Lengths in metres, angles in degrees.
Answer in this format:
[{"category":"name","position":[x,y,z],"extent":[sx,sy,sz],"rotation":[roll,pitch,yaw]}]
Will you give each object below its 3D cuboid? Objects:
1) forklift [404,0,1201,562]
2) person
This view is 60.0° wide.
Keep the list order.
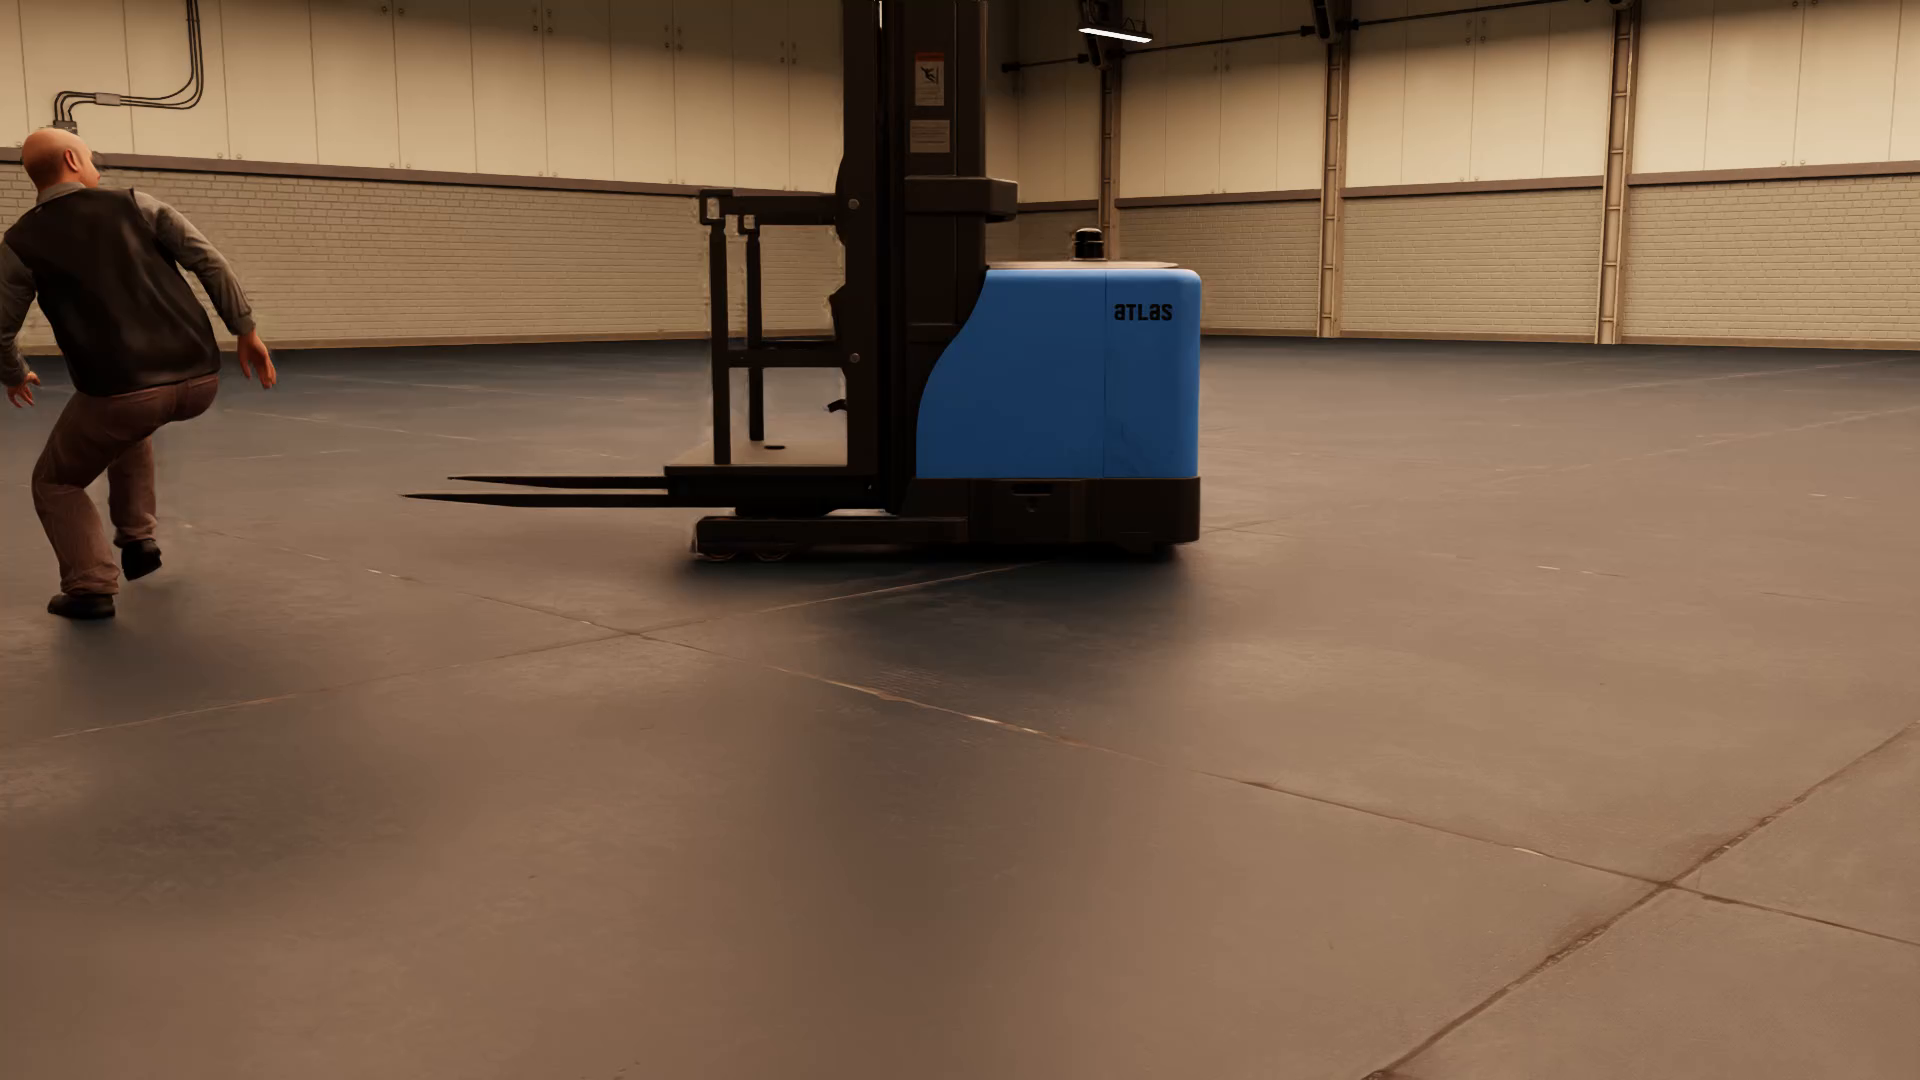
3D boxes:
[{"category":"forklift","position":[-0.611,-1.447,6.485],"extent":[3.031,2.935,1.130],"rotation":[0,9,0]},{"category":"person","position":[-2.705,-0.539,5.331],"extent":[0.720,1.512,0.751],"rotation":[8,11,41]}]
